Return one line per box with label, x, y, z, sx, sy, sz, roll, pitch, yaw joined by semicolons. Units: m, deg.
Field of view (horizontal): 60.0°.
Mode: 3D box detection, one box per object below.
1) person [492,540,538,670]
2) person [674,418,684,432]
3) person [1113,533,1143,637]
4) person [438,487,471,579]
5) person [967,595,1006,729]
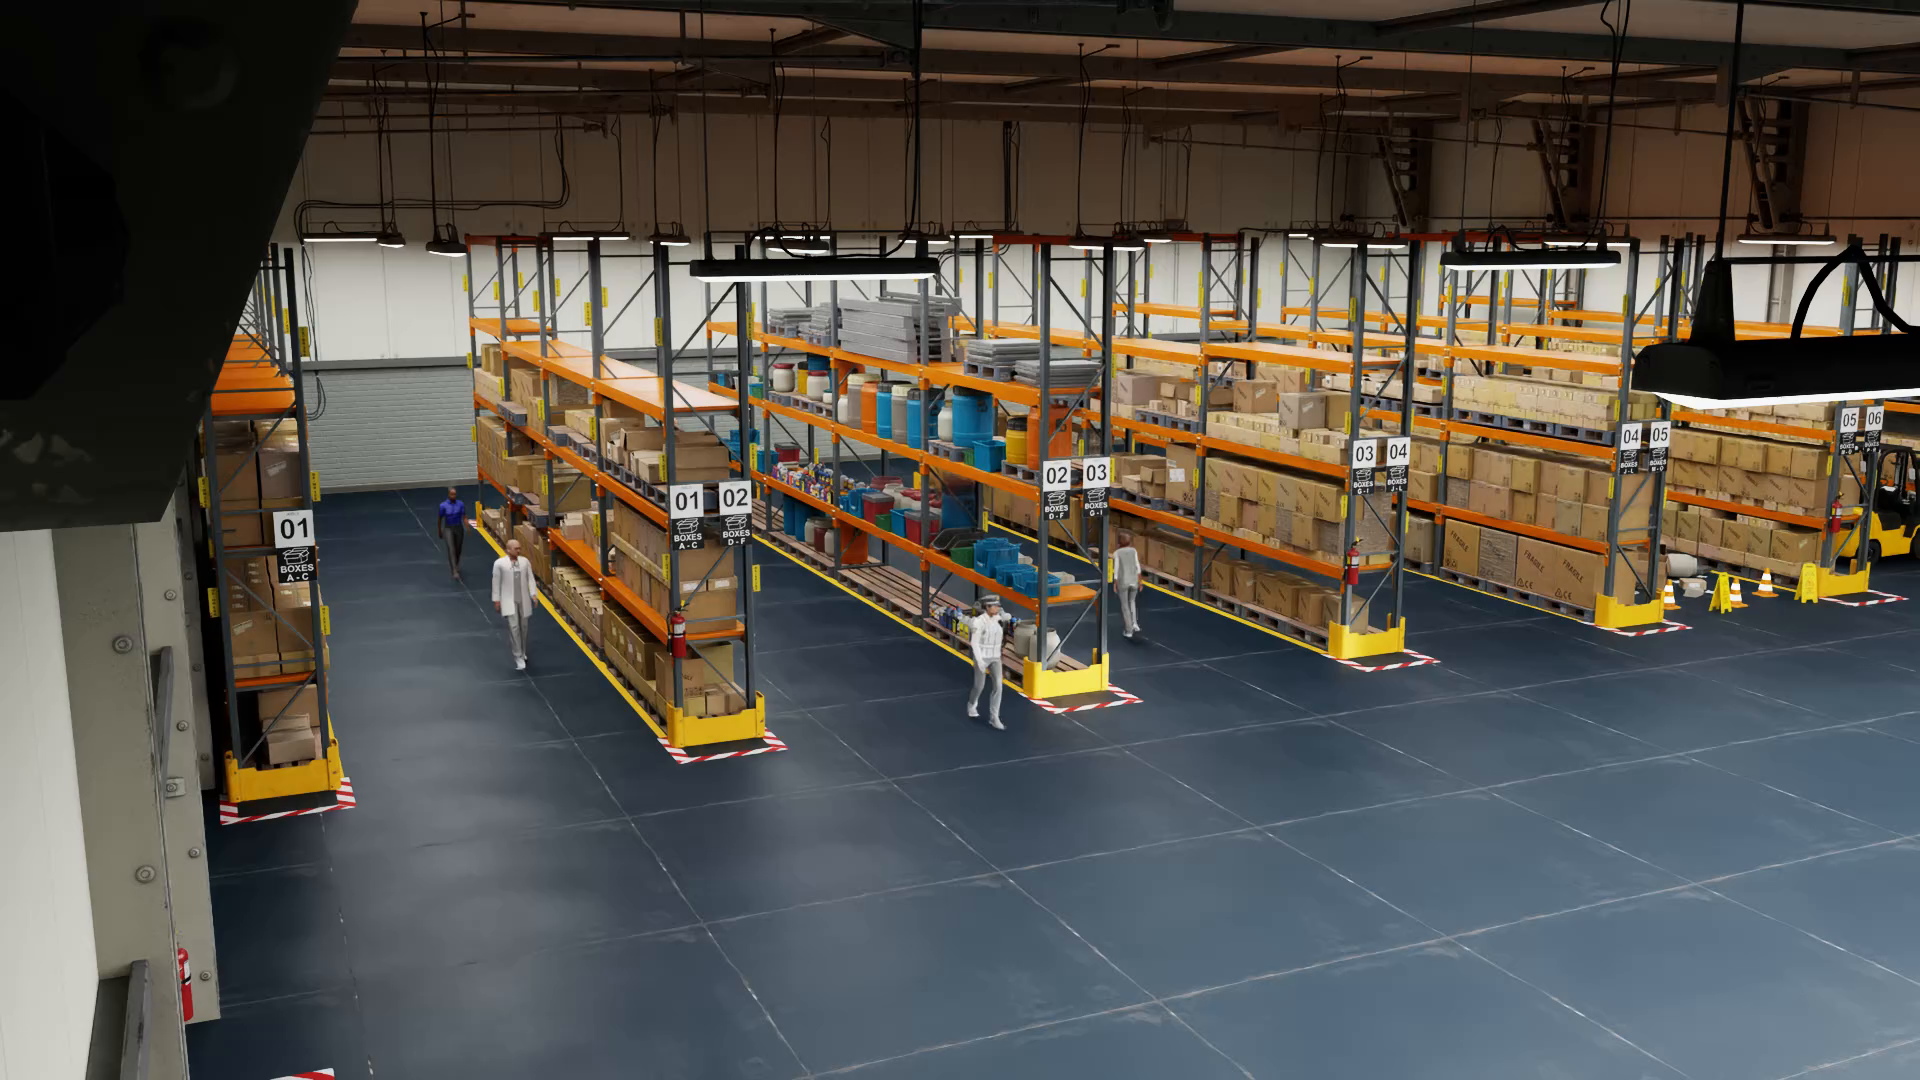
person;-6.332;0.910;23.867;0.619;1.794;0.798;-8;14;-36
person;-6.689;-1.979;38.815;0.606;1.706;1.138;-1;11;-3
person;2.550;0.682;25.387;0.456;1.581;0.465;-3;11;-13
person;-9.031;-0.166;29.685;0.523;1.595;1.021;-5;12;-26
person;0.355;1.519;21.067;0.536;1.675;0.733;-8;14;-37
